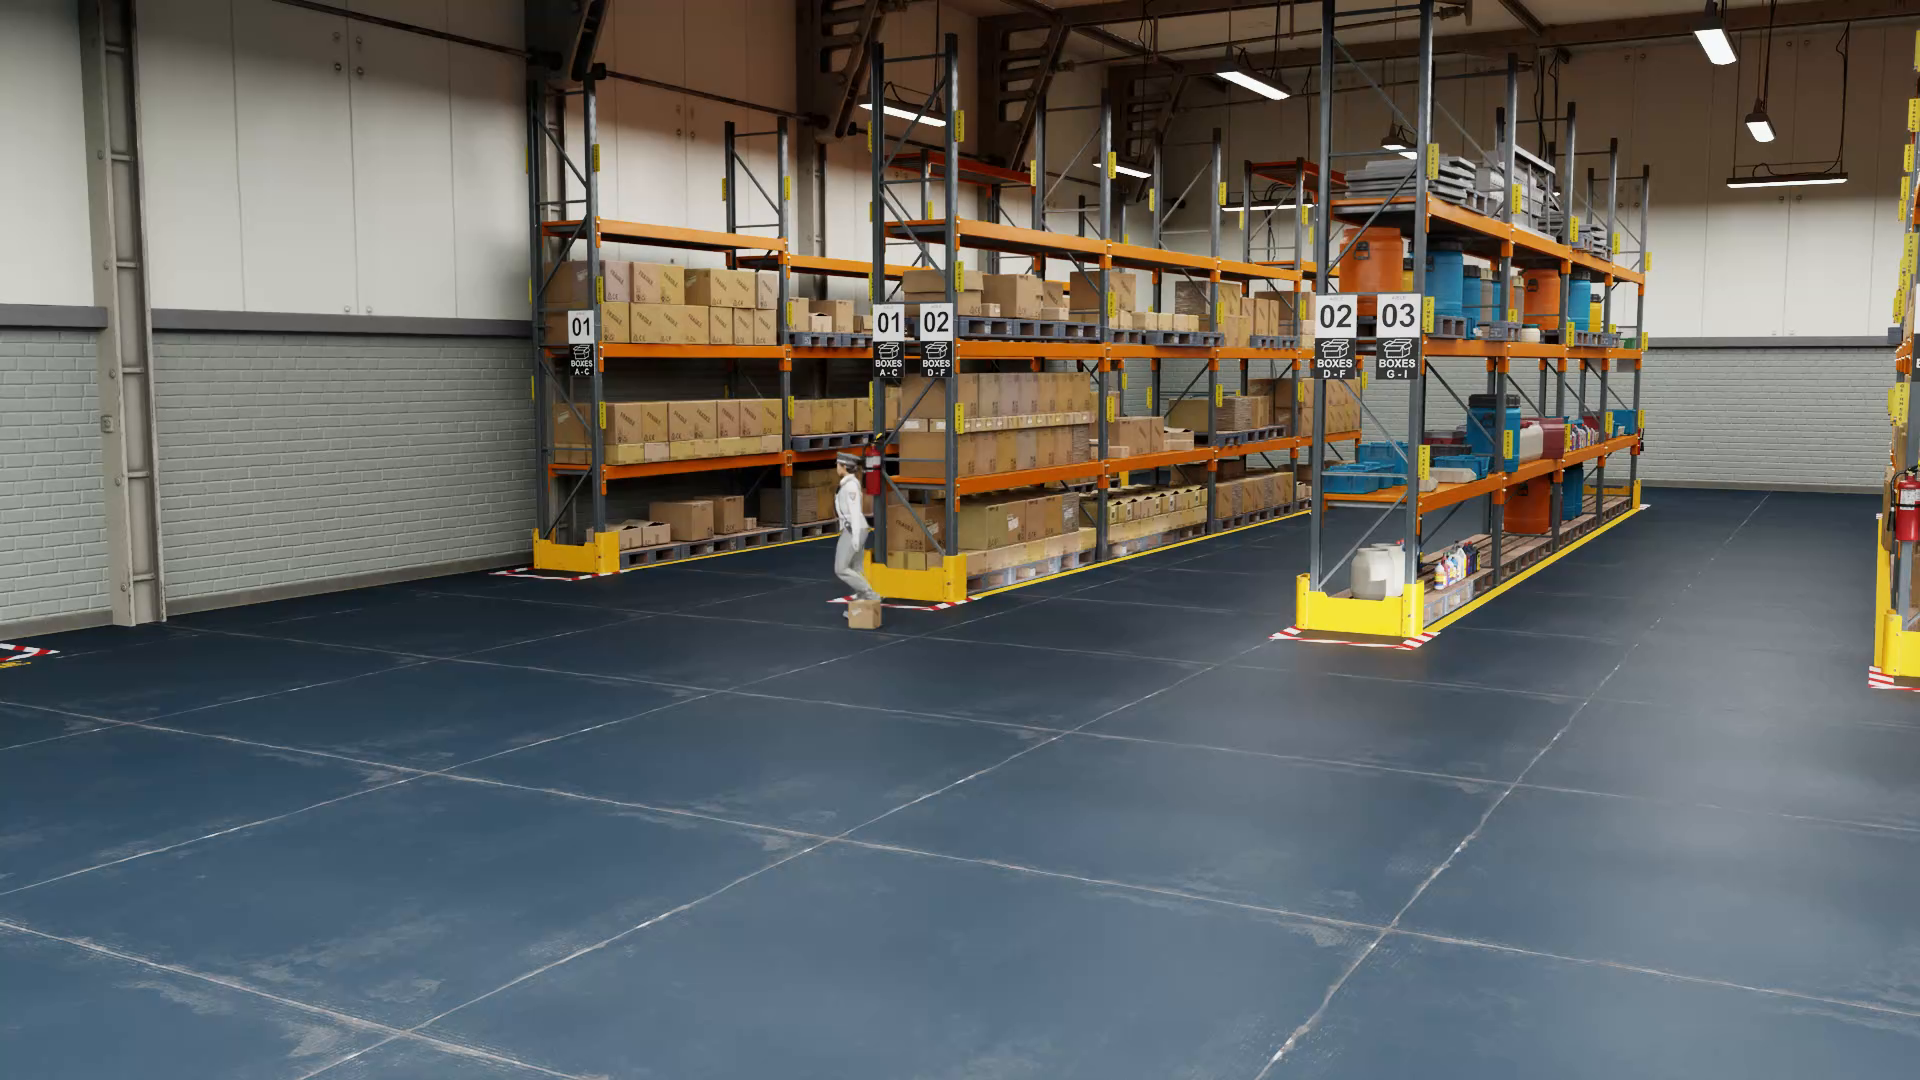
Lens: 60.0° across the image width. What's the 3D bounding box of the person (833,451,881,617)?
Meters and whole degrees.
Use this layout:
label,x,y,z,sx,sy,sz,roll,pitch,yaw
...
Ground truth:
label,x,y,z,sx,sy,sz,roll,pitch,yaw
person,-1.033,-0.053,16.727,0.468,1.672,0.532,0,6,2
